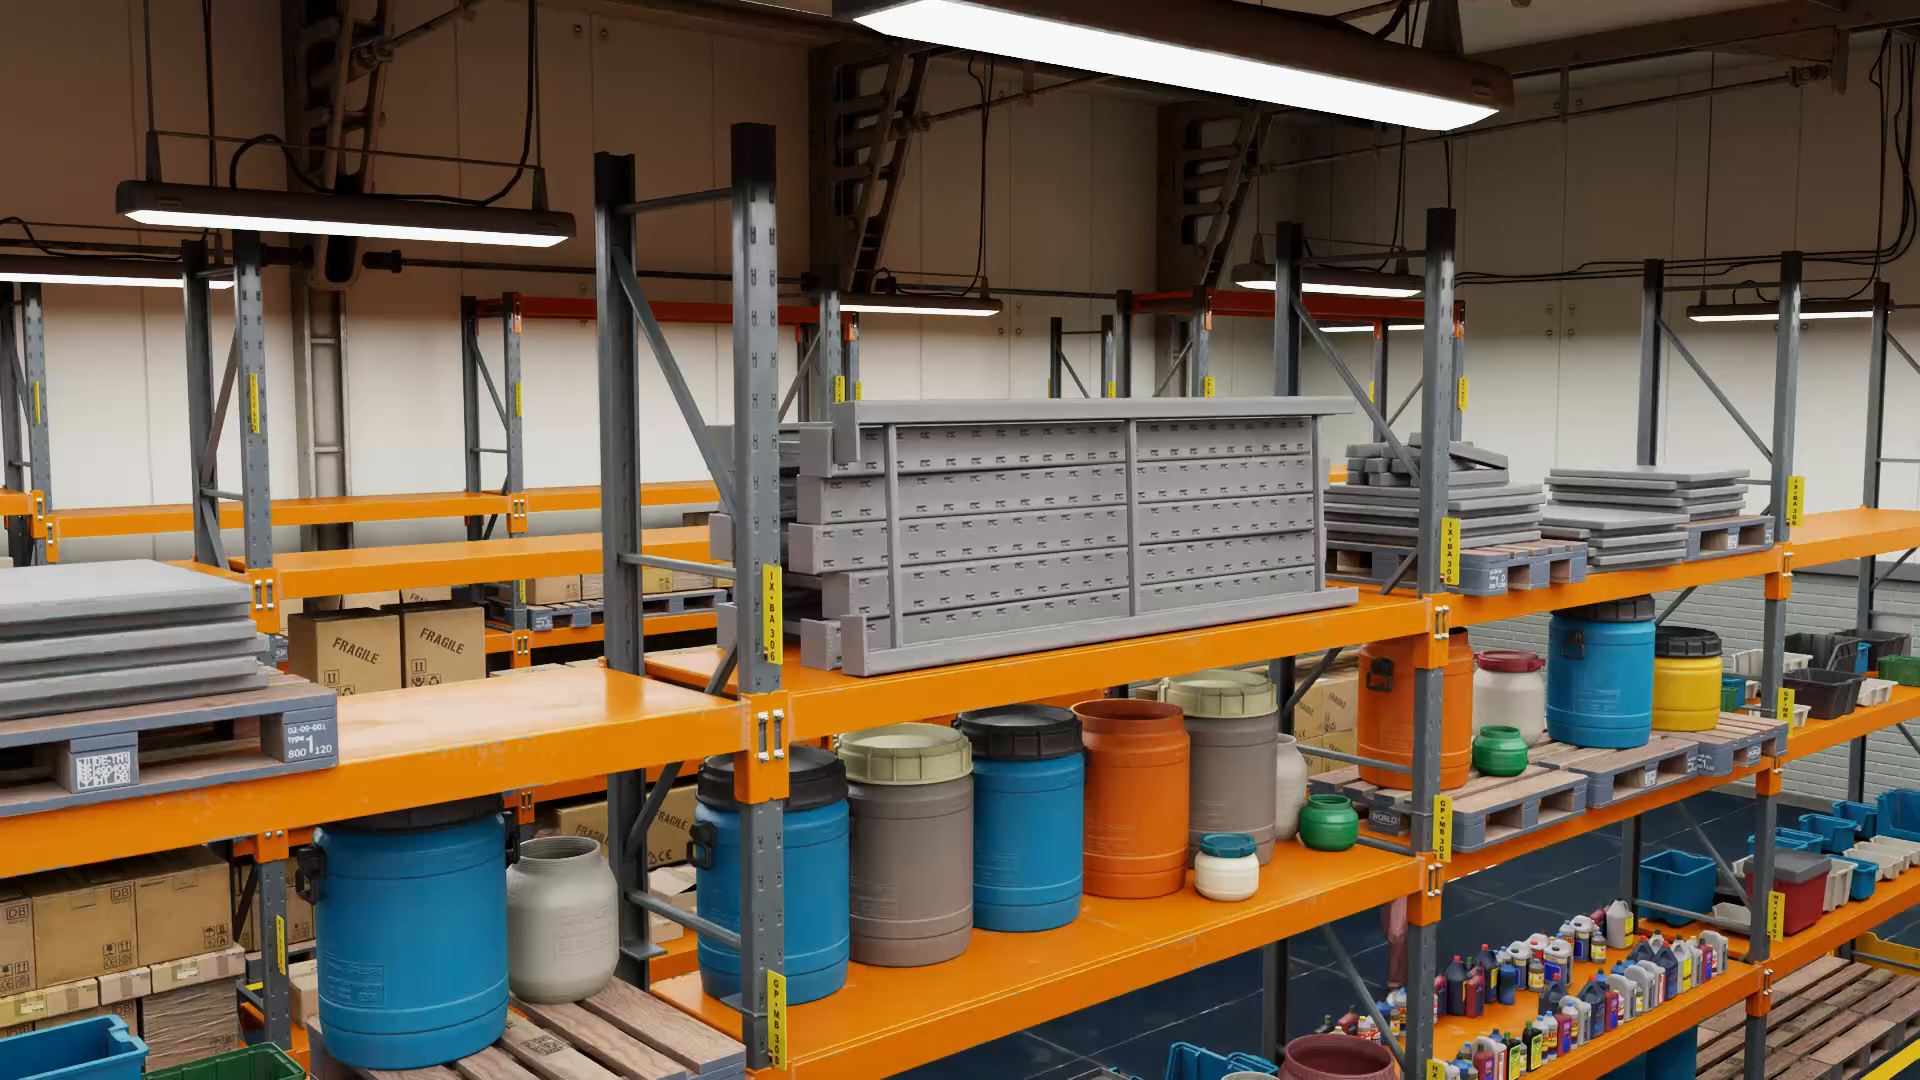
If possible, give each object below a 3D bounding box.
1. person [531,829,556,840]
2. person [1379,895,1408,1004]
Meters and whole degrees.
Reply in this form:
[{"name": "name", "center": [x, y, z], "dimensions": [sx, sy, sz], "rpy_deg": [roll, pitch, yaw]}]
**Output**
[{"name": "person", "center": [-3.293, 3.108, 13.294], "dimensions": [0.690, 1.636, 0.522], "rpy_deg": [-5, 8, -44]}, {"name": "person", "center": [3.696, 2.998, 14.032], "dimensions": [0.547, 1.721, 0.775], "rpy_deg": [4, 7, 39]}]
